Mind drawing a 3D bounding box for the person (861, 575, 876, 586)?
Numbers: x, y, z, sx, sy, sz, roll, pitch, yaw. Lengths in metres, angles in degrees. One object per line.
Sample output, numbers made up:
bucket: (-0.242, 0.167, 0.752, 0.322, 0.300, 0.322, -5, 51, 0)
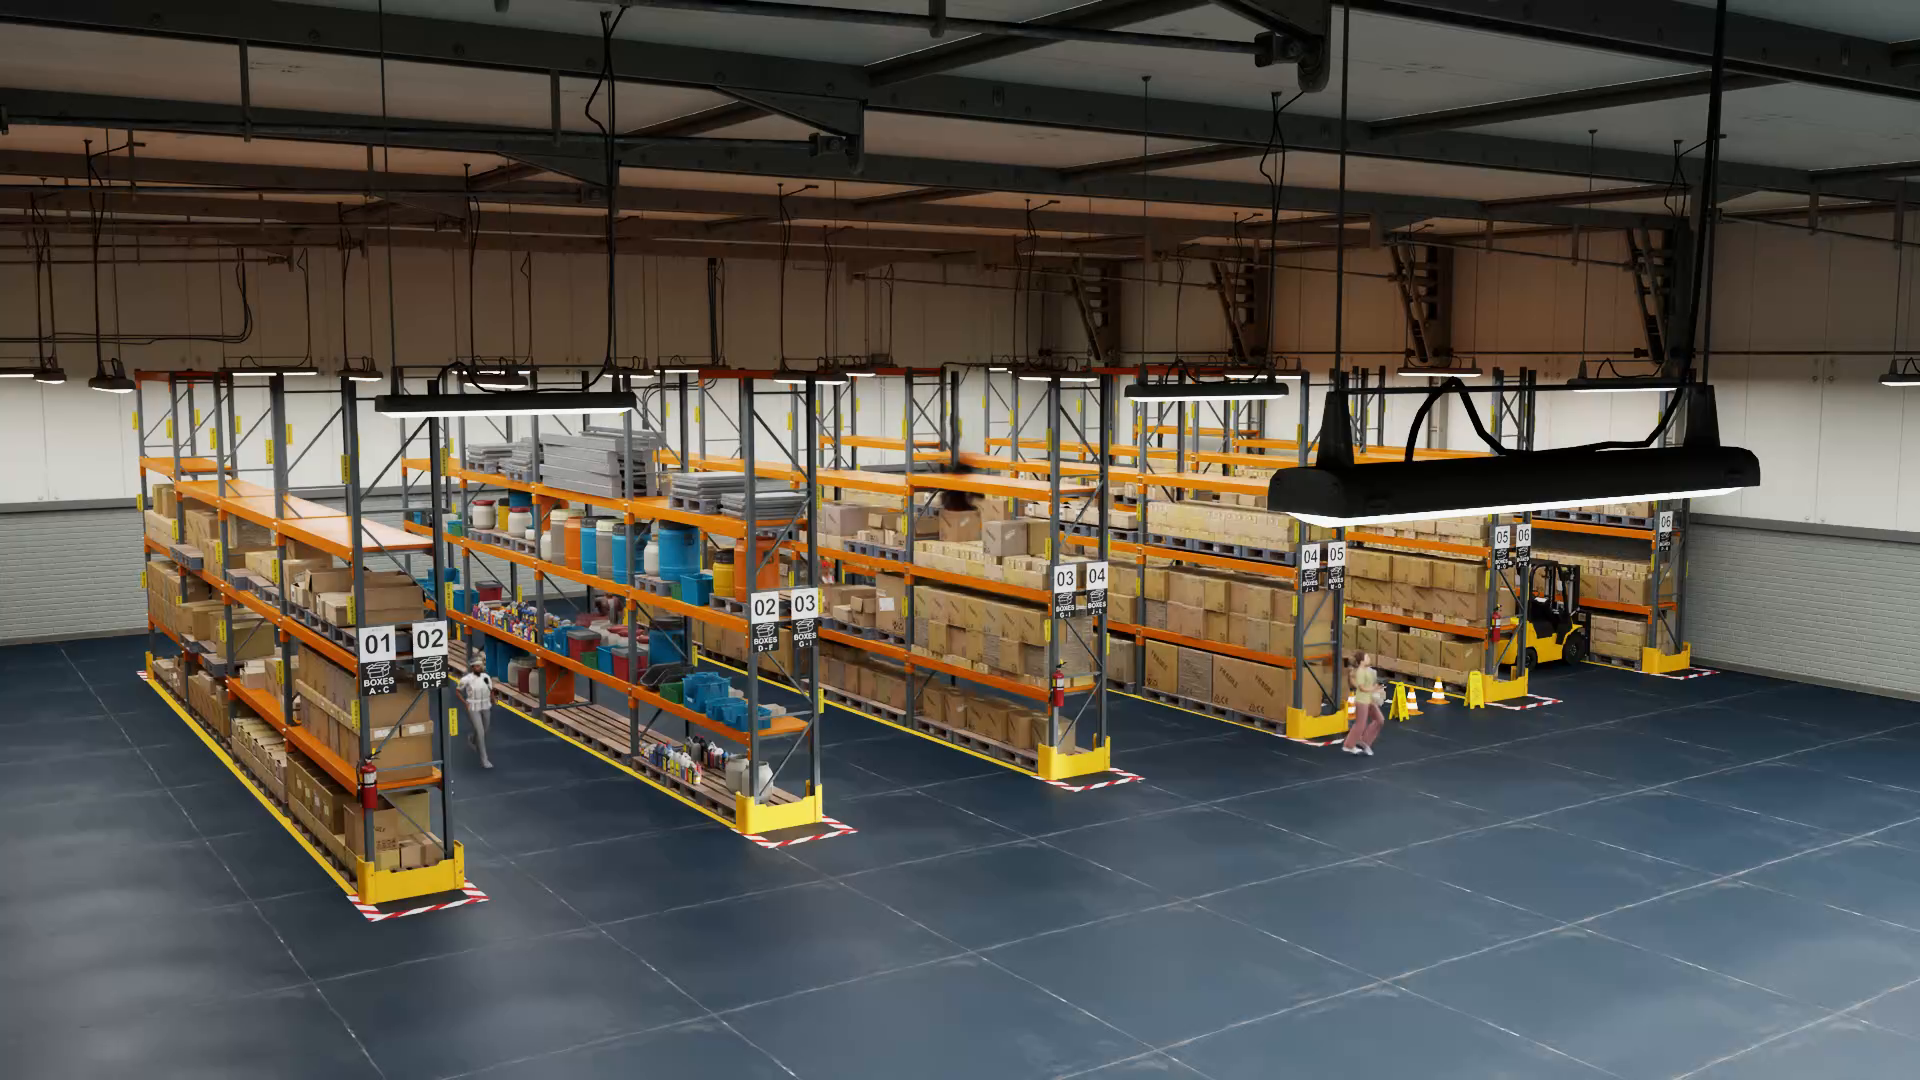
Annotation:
person: (-2.278, 0.697, 42.682, 0.829, 1.730, 0.697, -4, 8, -31)

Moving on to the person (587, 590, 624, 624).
person: (-6.918, 1.774, 32.688, 0.678, 1.849, 0.777, -6, 9, -42)

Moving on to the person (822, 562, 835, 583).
person: (-2.922, 1.353, 36.232, 0.667, 1.768, 0.963, -5, 8, -40)

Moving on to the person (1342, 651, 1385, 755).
person: (6.340, 2.567, 26.121, 0.622, 1.673, 0.551, 3, 7, 23)

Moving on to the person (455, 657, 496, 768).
person: (-7.444, 2.622, 25.625, 0.579, 1.698, 0.842, -6, 9, -41)
